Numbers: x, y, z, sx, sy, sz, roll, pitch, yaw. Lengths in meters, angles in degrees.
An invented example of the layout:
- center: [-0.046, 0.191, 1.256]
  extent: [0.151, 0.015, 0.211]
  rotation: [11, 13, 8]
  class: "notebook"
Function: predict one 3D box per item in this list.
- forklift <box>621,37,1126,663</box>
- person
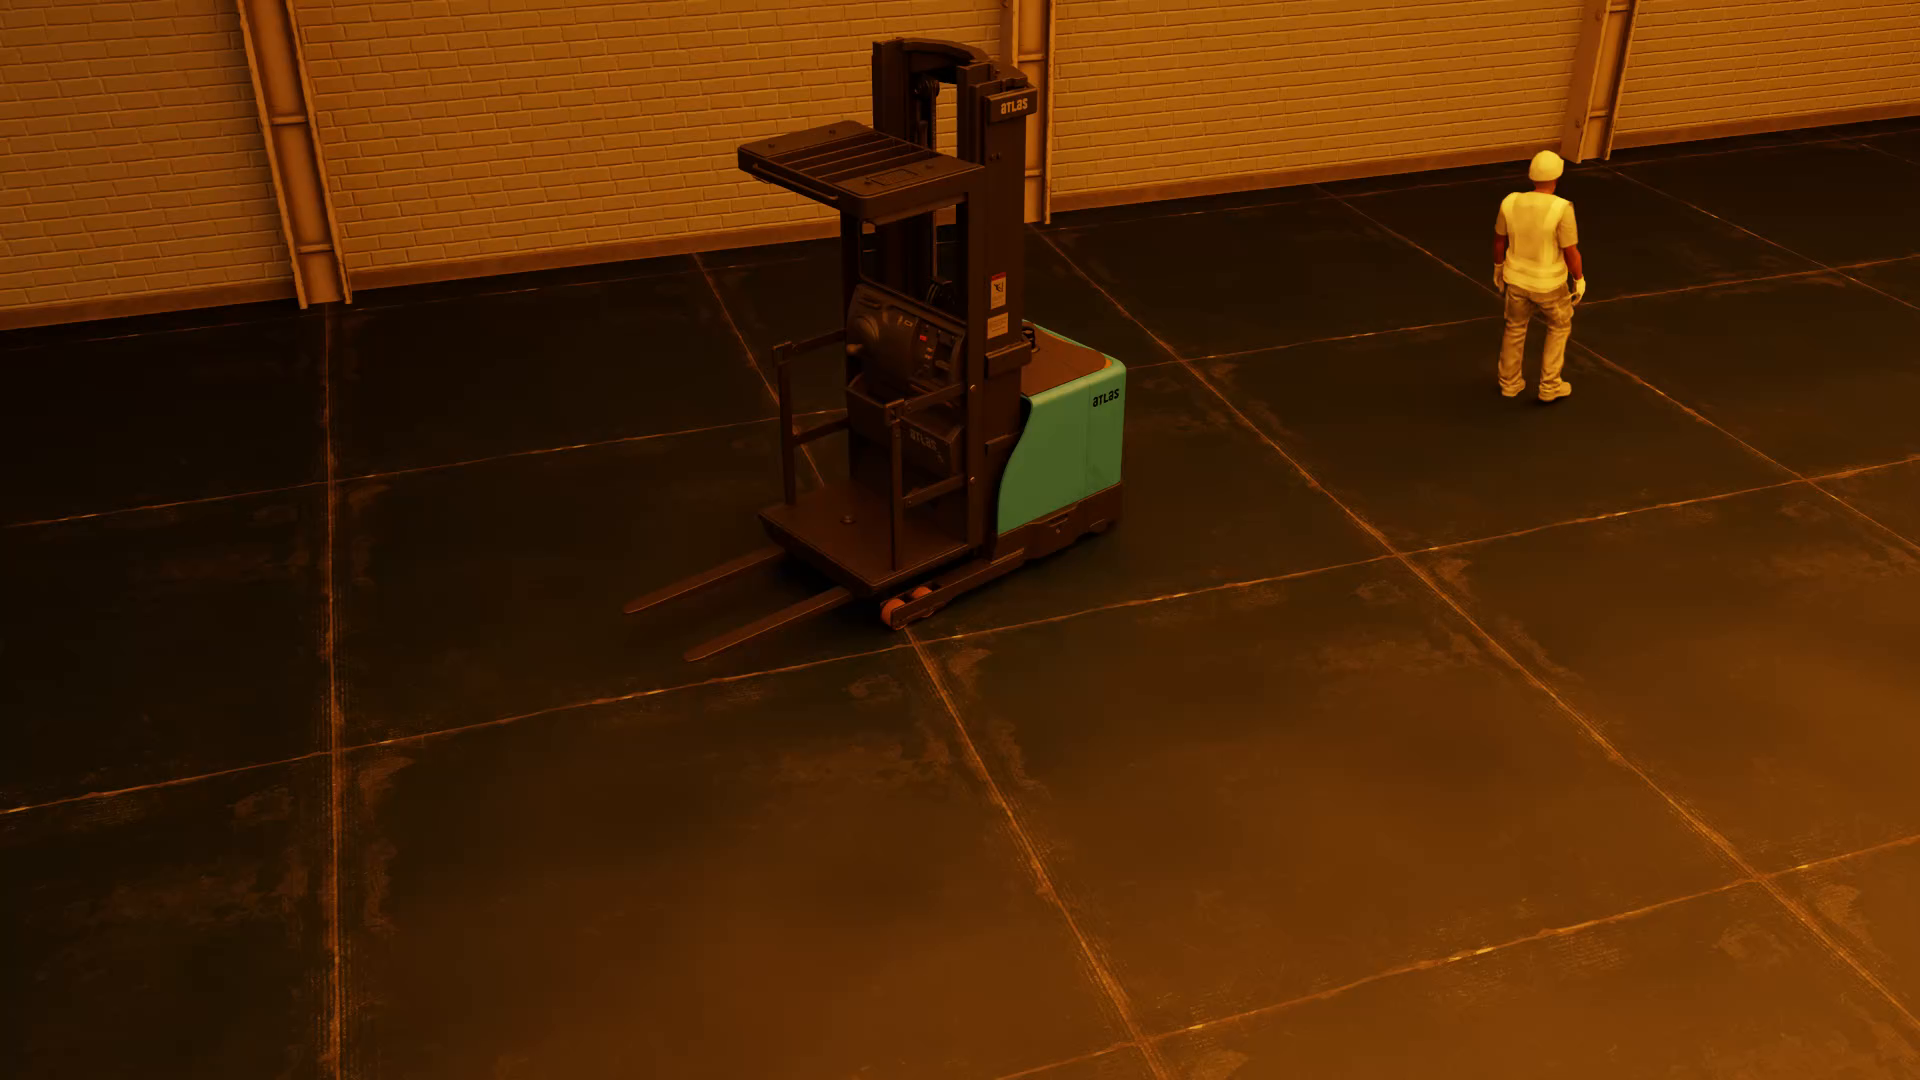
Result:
- center: [-0.461, -1.072, 8.951]
  extent: [3.031, 2.935, 1.130]
  rotation: [-23, 37, -34]
  class: "forklift"
- center: [3.962, -1.794, 11.356]
  extent: [0.544, 1.789, 0.652]
  rotation: [-26, 39, -37]
  class: "person"
